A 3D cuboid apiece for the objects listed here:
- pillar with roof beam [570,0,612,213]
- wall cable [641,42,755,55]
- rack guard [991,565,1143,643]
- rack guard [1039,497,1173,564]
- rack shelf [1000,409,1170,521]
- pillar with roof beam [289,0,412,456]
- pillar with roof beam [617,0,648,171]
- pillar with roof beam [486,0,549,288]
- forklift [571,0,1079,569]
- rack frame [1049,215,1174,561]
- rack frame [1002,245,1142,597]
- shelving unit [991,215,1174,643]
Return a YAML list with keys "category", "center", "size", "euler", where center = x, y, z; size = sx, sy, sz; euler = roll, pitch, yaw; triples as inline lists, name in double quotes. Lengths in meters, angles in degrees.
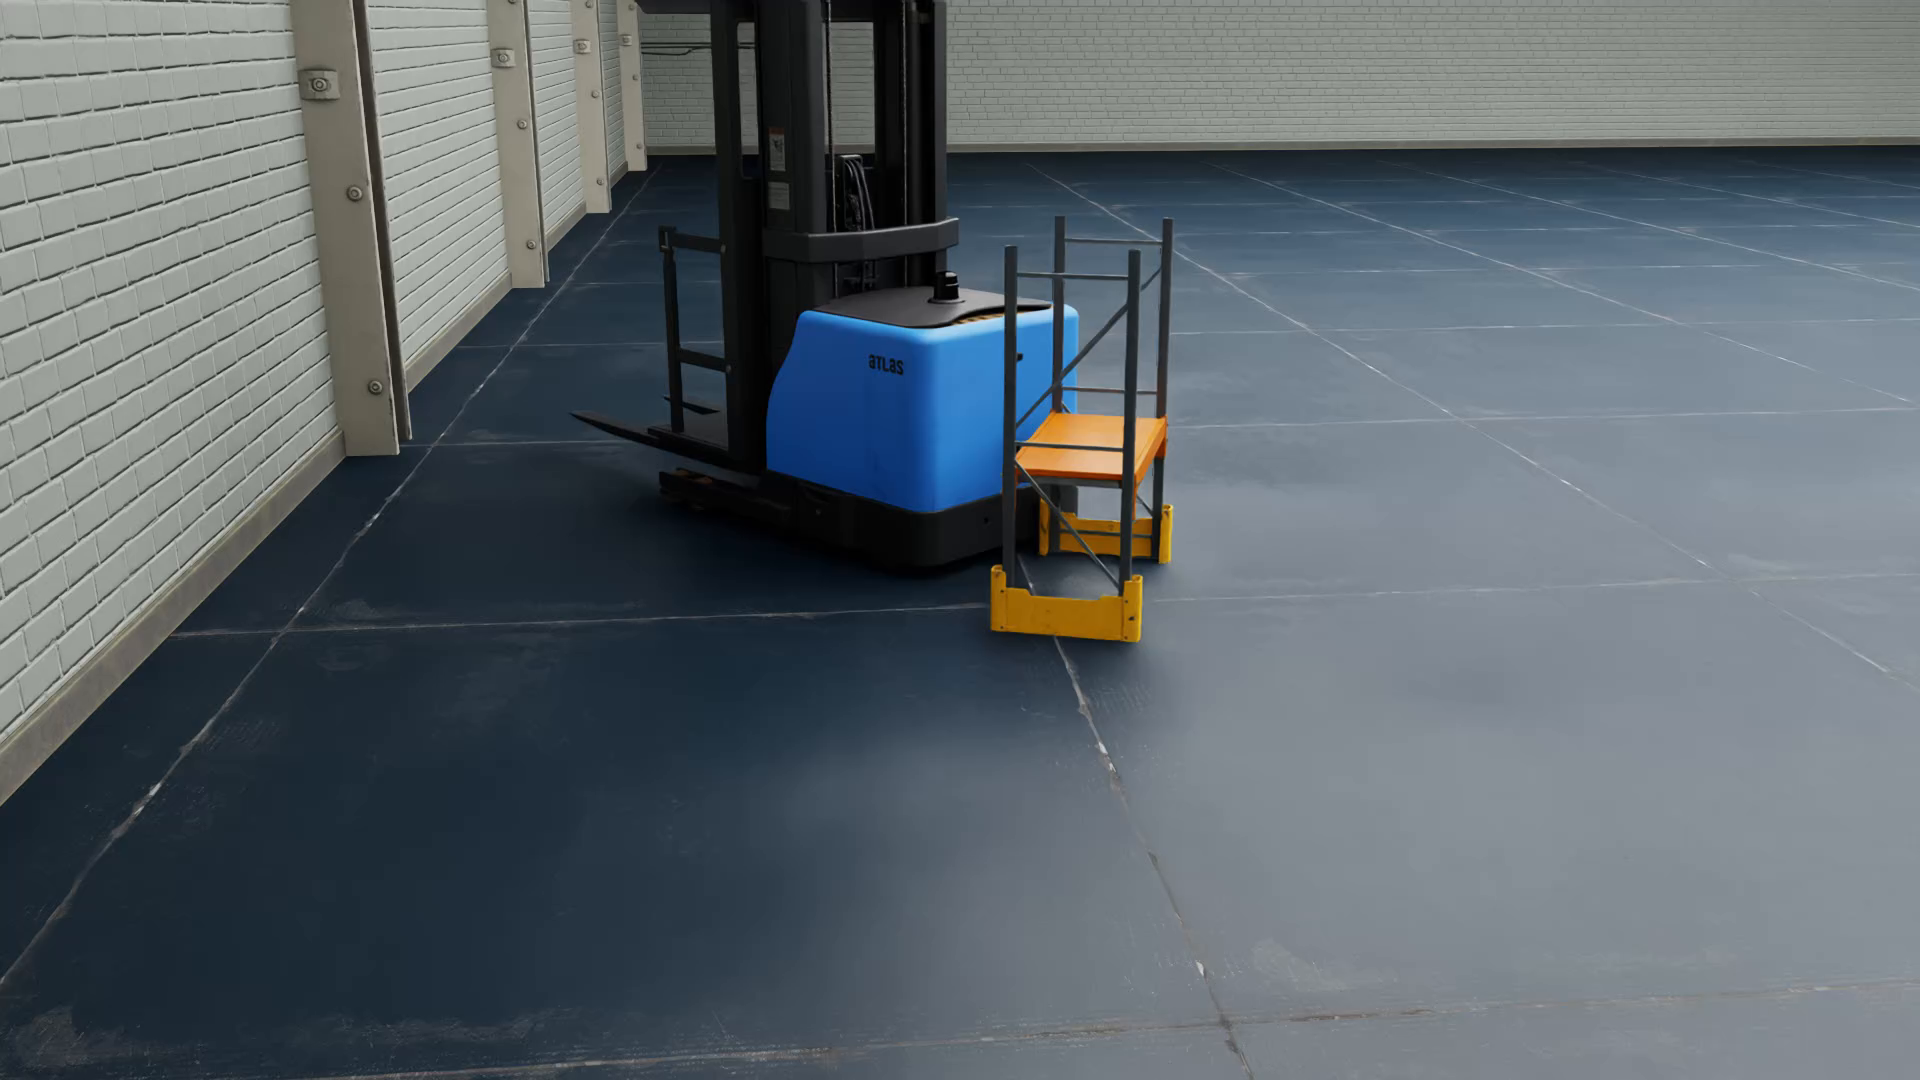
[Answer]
- category: "pillar with roof beam"
  center: [-0.235, -8.526, 19.813]
  size: [9.100, 9.000, 0.400]
  euler: [-2, 18, -6]
- category: "wall cable"
  center: [-4.124, -9.618, 28.474]
  size: [3.097, 2.526, 0.112]
  euler: [-2, 18, -6]
- category: "rack guard"
  center: [0.412, 0.247, 6.472]
  size: [0.587, 0.250, 0.087]
  euler: [4, 18, 13]
- category: "rack guard"
  center: [0.645, -0.043, 7.396]
  size: [0.587, 0.250, 0.087]
  euler: [4, 18, 13]
- category: "rack shelf"
  center: [0.530, -0.325, 6.809]
  size: [0.538, 0.185, 1.000]
  euler: [4, 18, 13]
- category: "pillar with roof beam"
  center: [1.003, -4.951, 8.425]
  size: [9.100, 9.000, 0.400]
  euler: [-2, 18, -6]
- category: "pillar with roof beam"
  center: [-0.854, -10.314, 25.507]
  size: [9.100, 9.000, 0.400]
  euler: [-2, 18, -6]
- category: "pillar with roof beam"
  center: [0.384, -6.739, 14.119]
  size: [9.100, 9.000, 0.400]
  euler: [-2, 18, -6]
- category: "forklift"
  center: [-0.847, -1.634, 7.989]
  size: [1.130, 2.935, 3.031]
  euler: [-17, 24, -42]
- category: "rack frame"
  center: [0.649, -0.645, 7.227]
  size: [0.500, 1.500, 0.032]
  euler: [4, 18, 13]
- category: "rack frame"
  center: [0.411, -0.349, 6.284]
  size: [0.500, 1.500, 0.032]
  euler: [4, 18, 13]
- category: "shelving unit"
  center: [0.528, -0.494, 6.747]
  size: [0.587, 1.500, 1.083]
  euler: [4, 18, 13]
